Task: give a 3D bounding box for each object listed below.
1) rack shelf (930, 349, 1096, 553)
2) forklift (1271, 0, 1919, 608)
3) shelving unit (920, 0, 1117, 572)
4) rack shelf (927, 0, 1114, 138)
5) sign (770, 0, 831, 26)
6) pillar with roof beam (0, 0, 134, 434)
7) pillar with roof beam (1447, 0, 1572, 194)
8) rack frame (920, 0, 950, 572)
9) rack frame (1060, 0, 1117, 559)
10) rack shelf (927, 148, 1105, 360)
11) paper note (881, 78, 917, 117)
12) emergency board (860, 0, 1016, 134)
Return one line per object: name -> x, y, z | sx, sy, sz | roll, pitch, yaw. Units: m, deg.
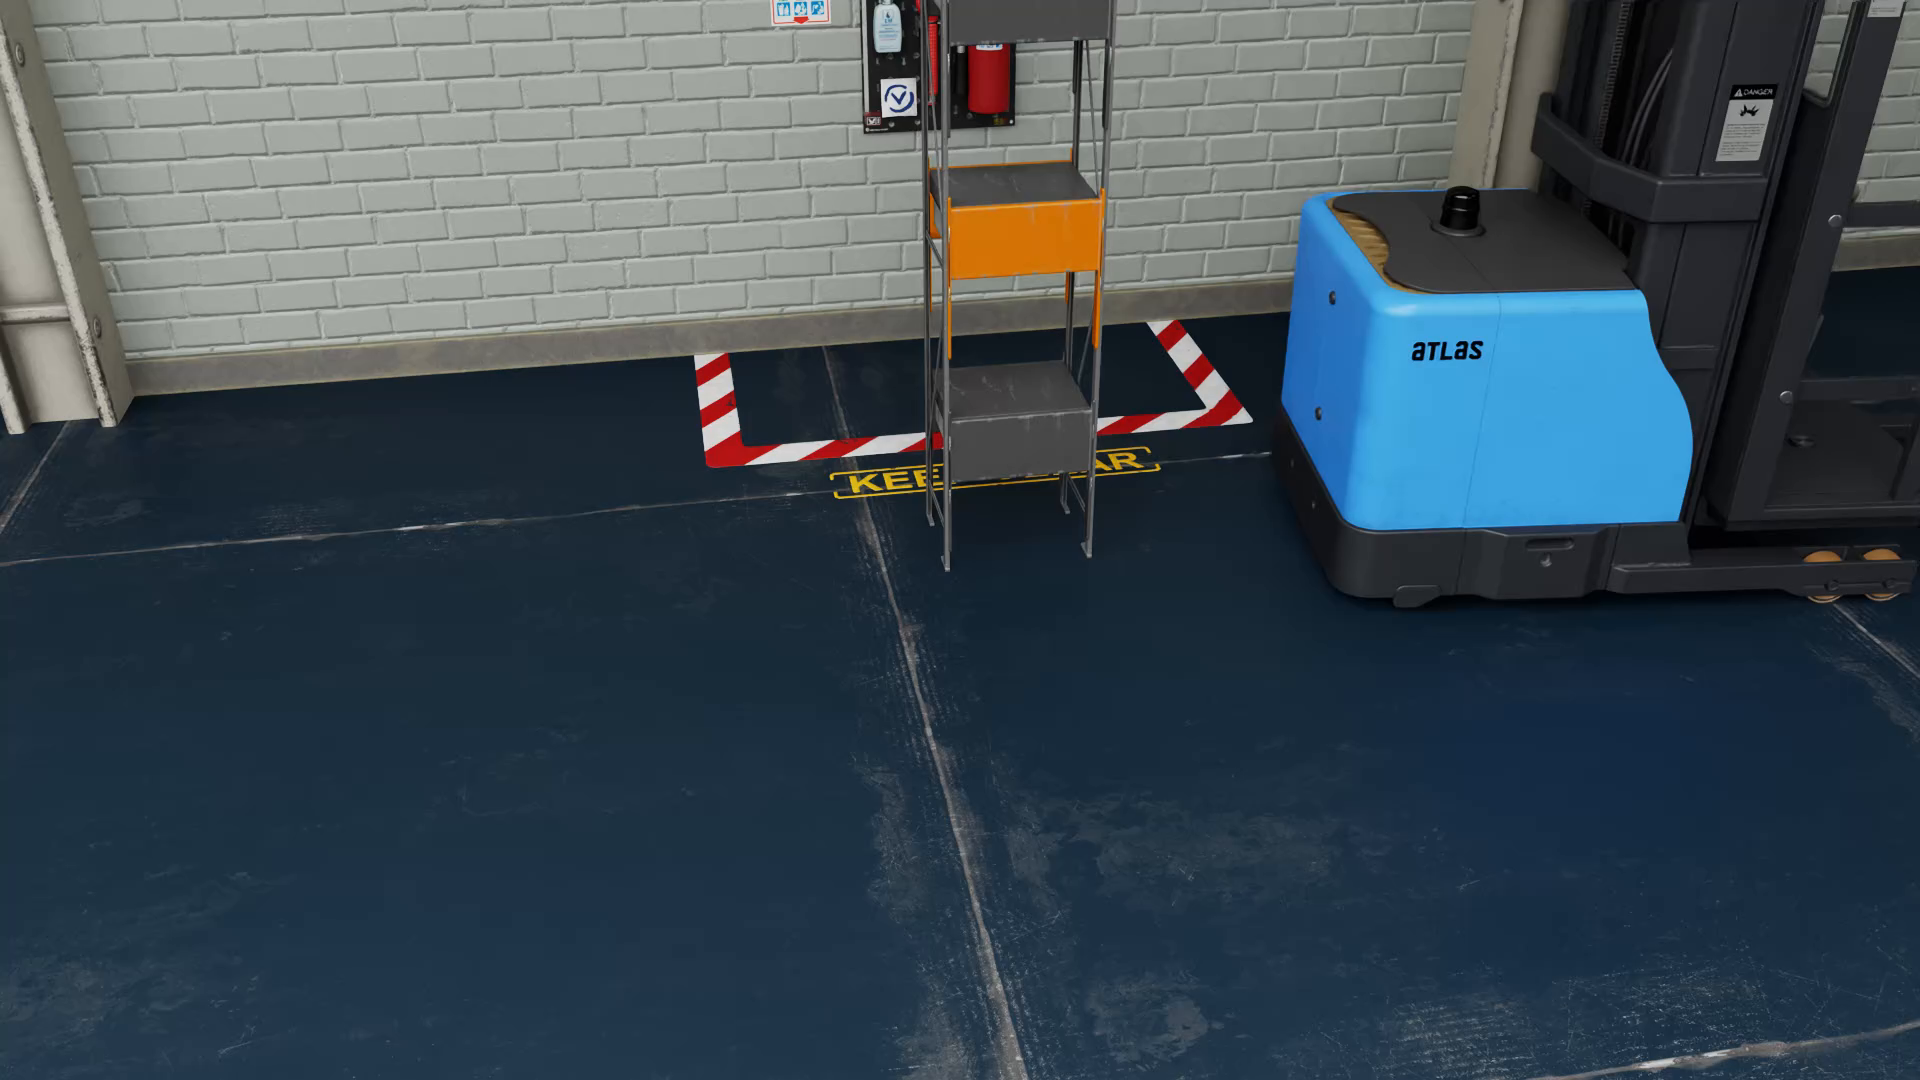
rack shelf -> 0.163, -0.305, 5.605 | 0.480, 0.518, 0.431 | -5, 31, -9
forklift -> 2.681, -1.327, 5.114 | 3.031, 2.935, 1.130 | -2, 31, -3
shelving unit -> 0.163, -0.920, 5.244 | 0.503, 2.100, 0.431 | -5, 31, -9
rack shelf -> 0.163, -1.512, 4.896 | 0.480, 0.518, 0.431 | -5, 31, -9
sign -> -0.620, -2.156, 6.422 | 0.234, 0.329, 0.001 | -5, 31, -9
pillar with roof beam -> -2.747, -2.238, 0.678 | 0.400, 9.000, 9.100 | -5, 31, -9
pillar with roof beam -> 3.155, -2.786, 1.609 | 0.400, 9.000, 9.100 | -5, 31, -9
rack frame -> -0.077, -0.898, 5.206 | 0.015, 2.100, 0.400 | -5, 31, -9
rack frame -> 0.403, -0.943, 5.281 | 0.015, 2.100, 0.400 | -5, 31, -9
rack shelf -> 0.163, -0.908, 5.250 | 0.480, 0.518, 0.431 | -5, 31, -9
paper note -> -0.245, -1.778, 6.683 | 0.142, 0.148, 0.016 | -5, 31, -9
emergency board -> -0.058, -2.139, 6.429 | 0.643, 1.169, 0.194 | -5, 31, -9
